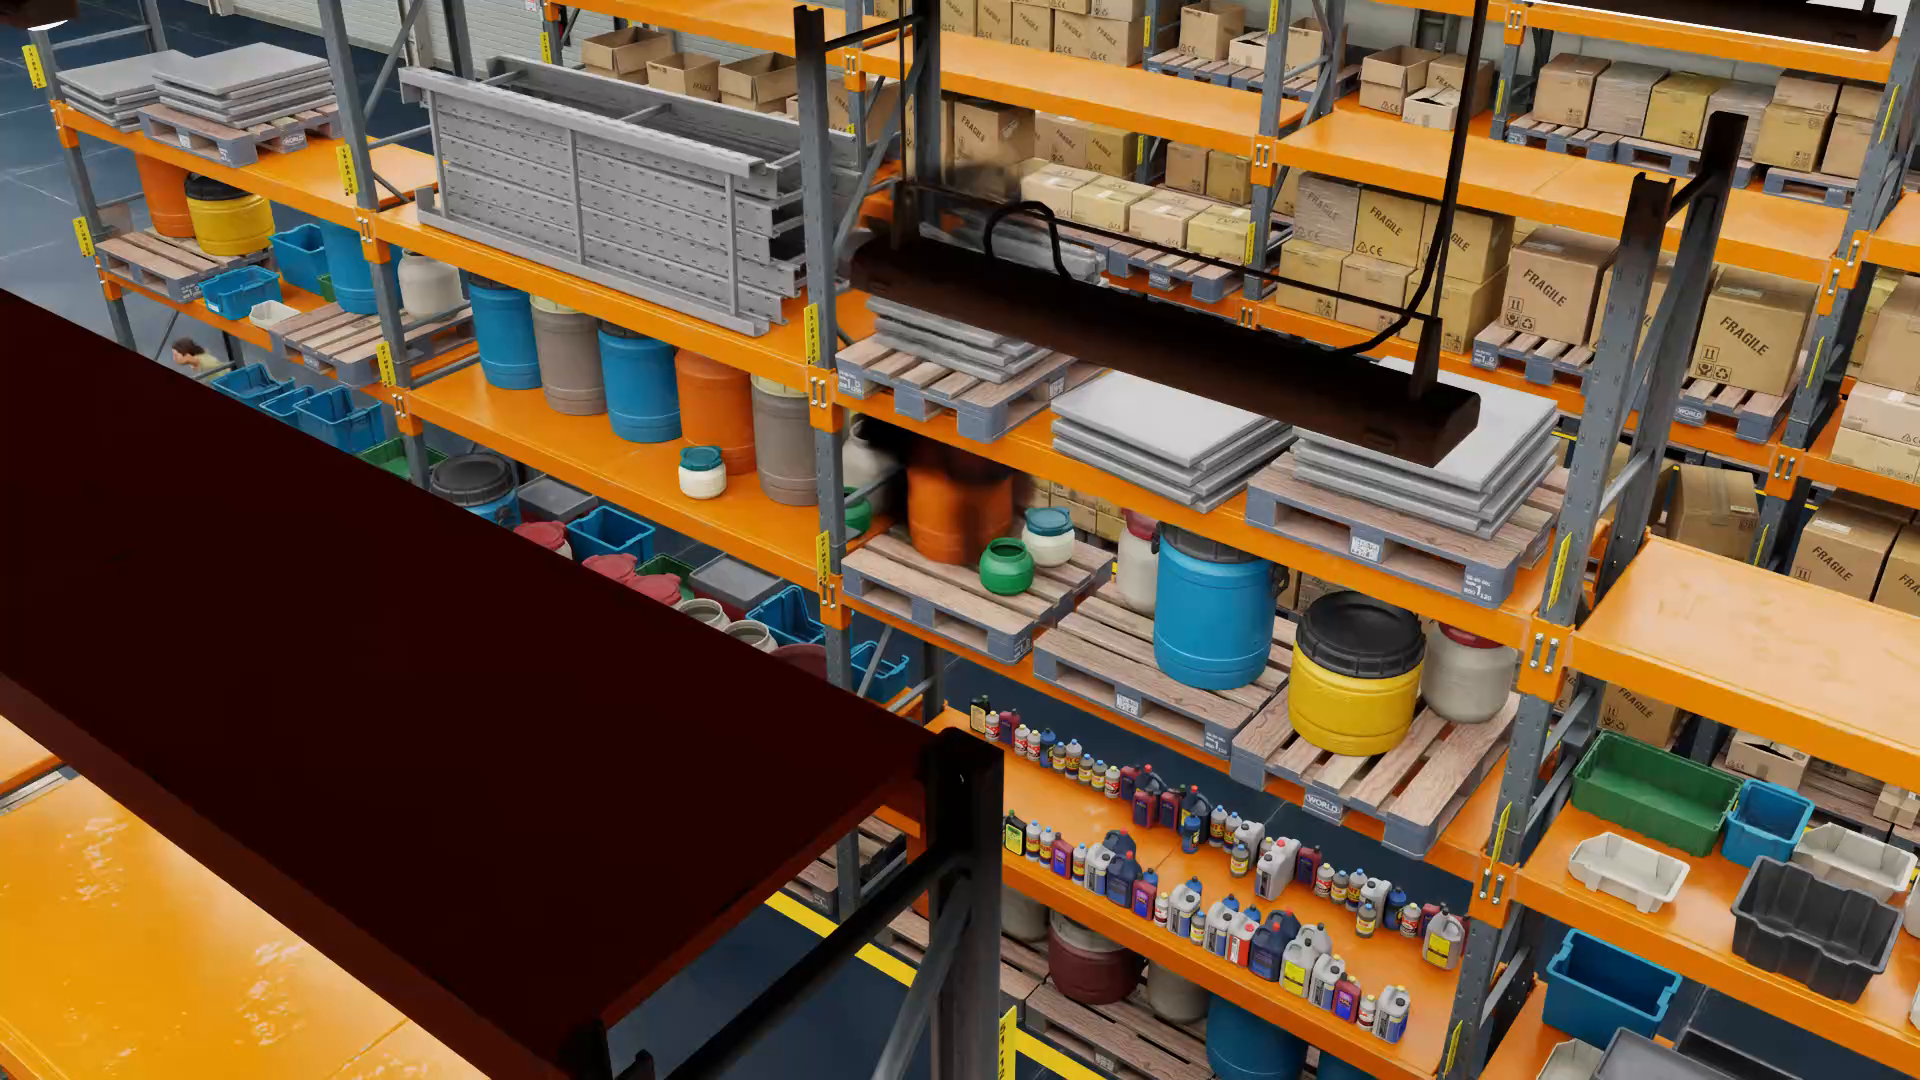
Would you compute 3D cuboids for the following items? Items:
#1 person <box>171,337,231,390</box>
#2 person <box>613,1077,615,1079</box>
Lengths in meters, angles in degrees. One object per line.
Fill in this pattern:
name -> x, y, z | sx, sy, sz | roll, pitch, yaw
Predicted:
person -> -7.098, -1.373, 16.124 | 0.599, 1.487, 0.810 | 27, 41, 37
person -> -1.888, 3.186, 8.379 | 0.682, 1.718, 0.725 | -21, 37, -31
